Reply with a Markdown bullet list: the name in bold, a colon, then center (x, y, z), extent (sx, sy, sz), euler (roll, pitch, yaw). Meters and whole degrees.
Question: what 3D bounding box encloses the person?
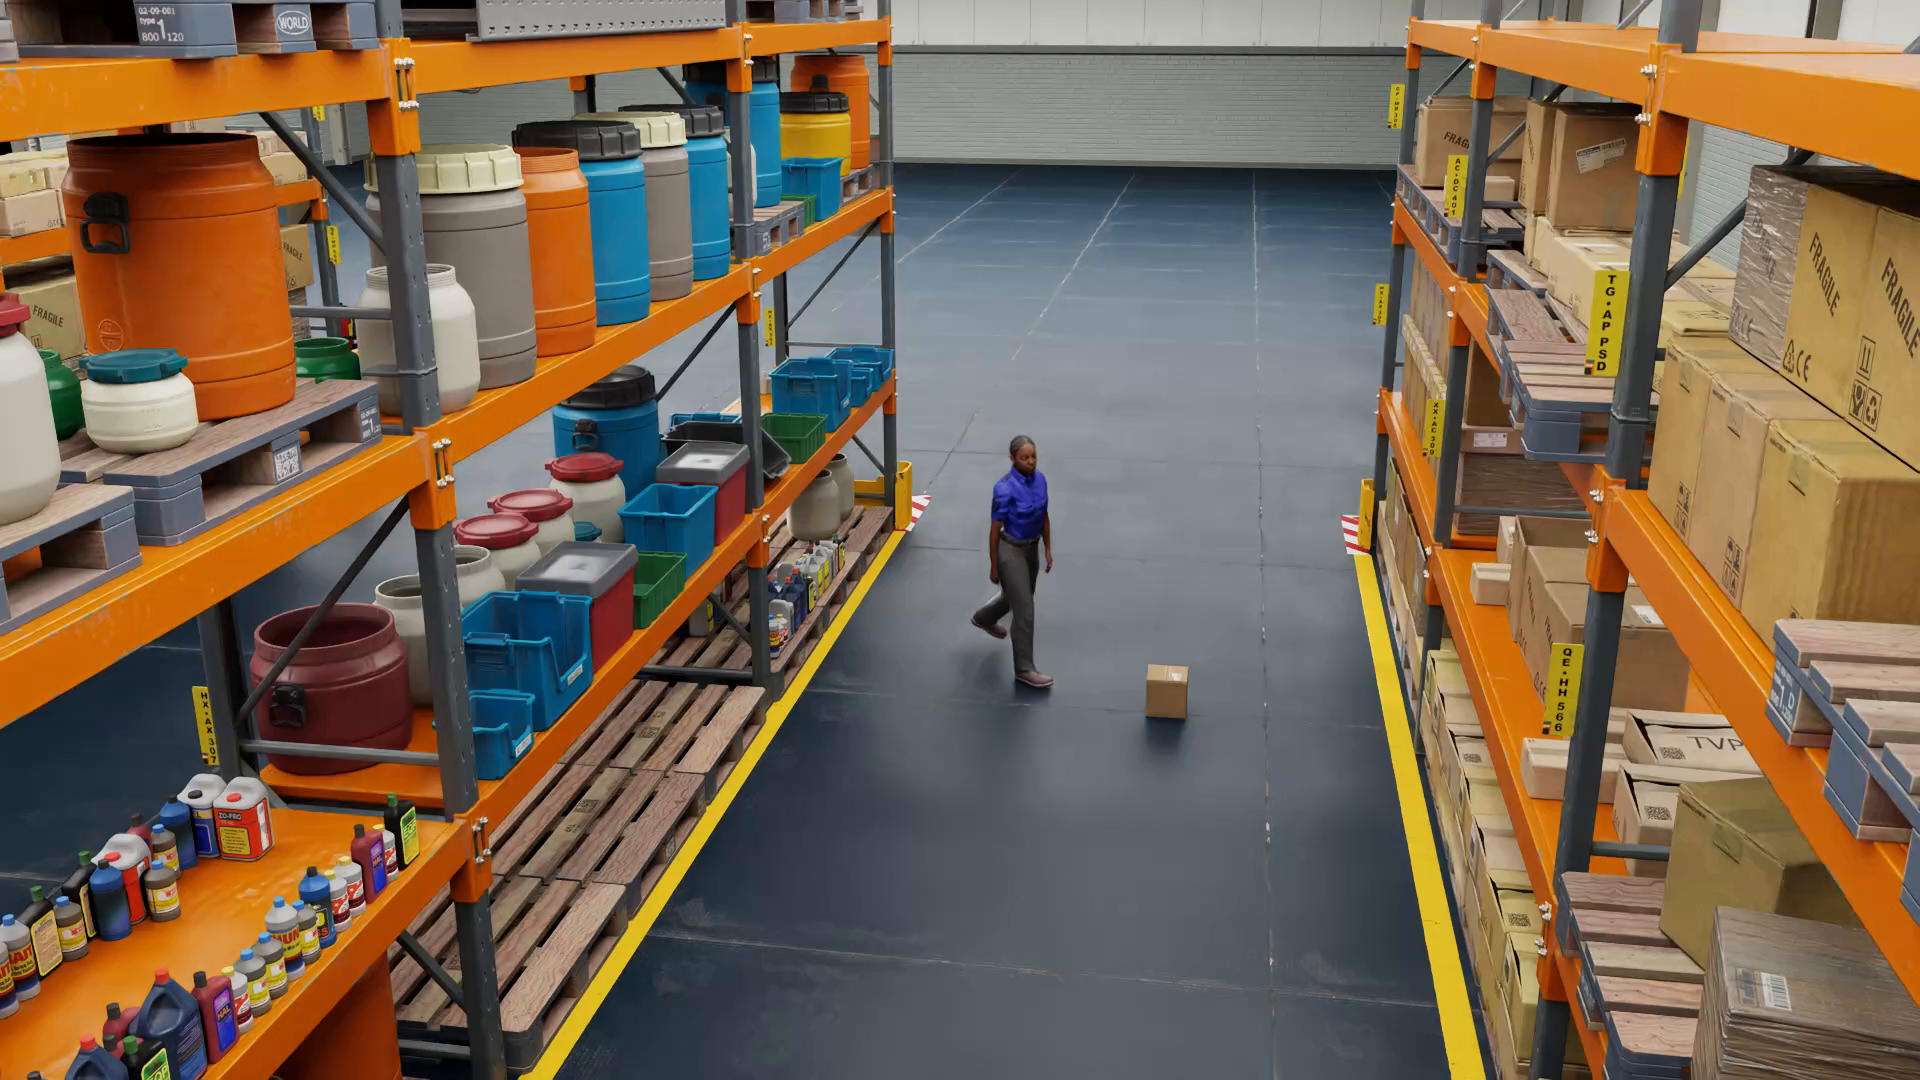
- **person**: center (0.364, 0.062, 10.888), extent (0.881, 1.606, 0.590), euler (13, 22, 35)
